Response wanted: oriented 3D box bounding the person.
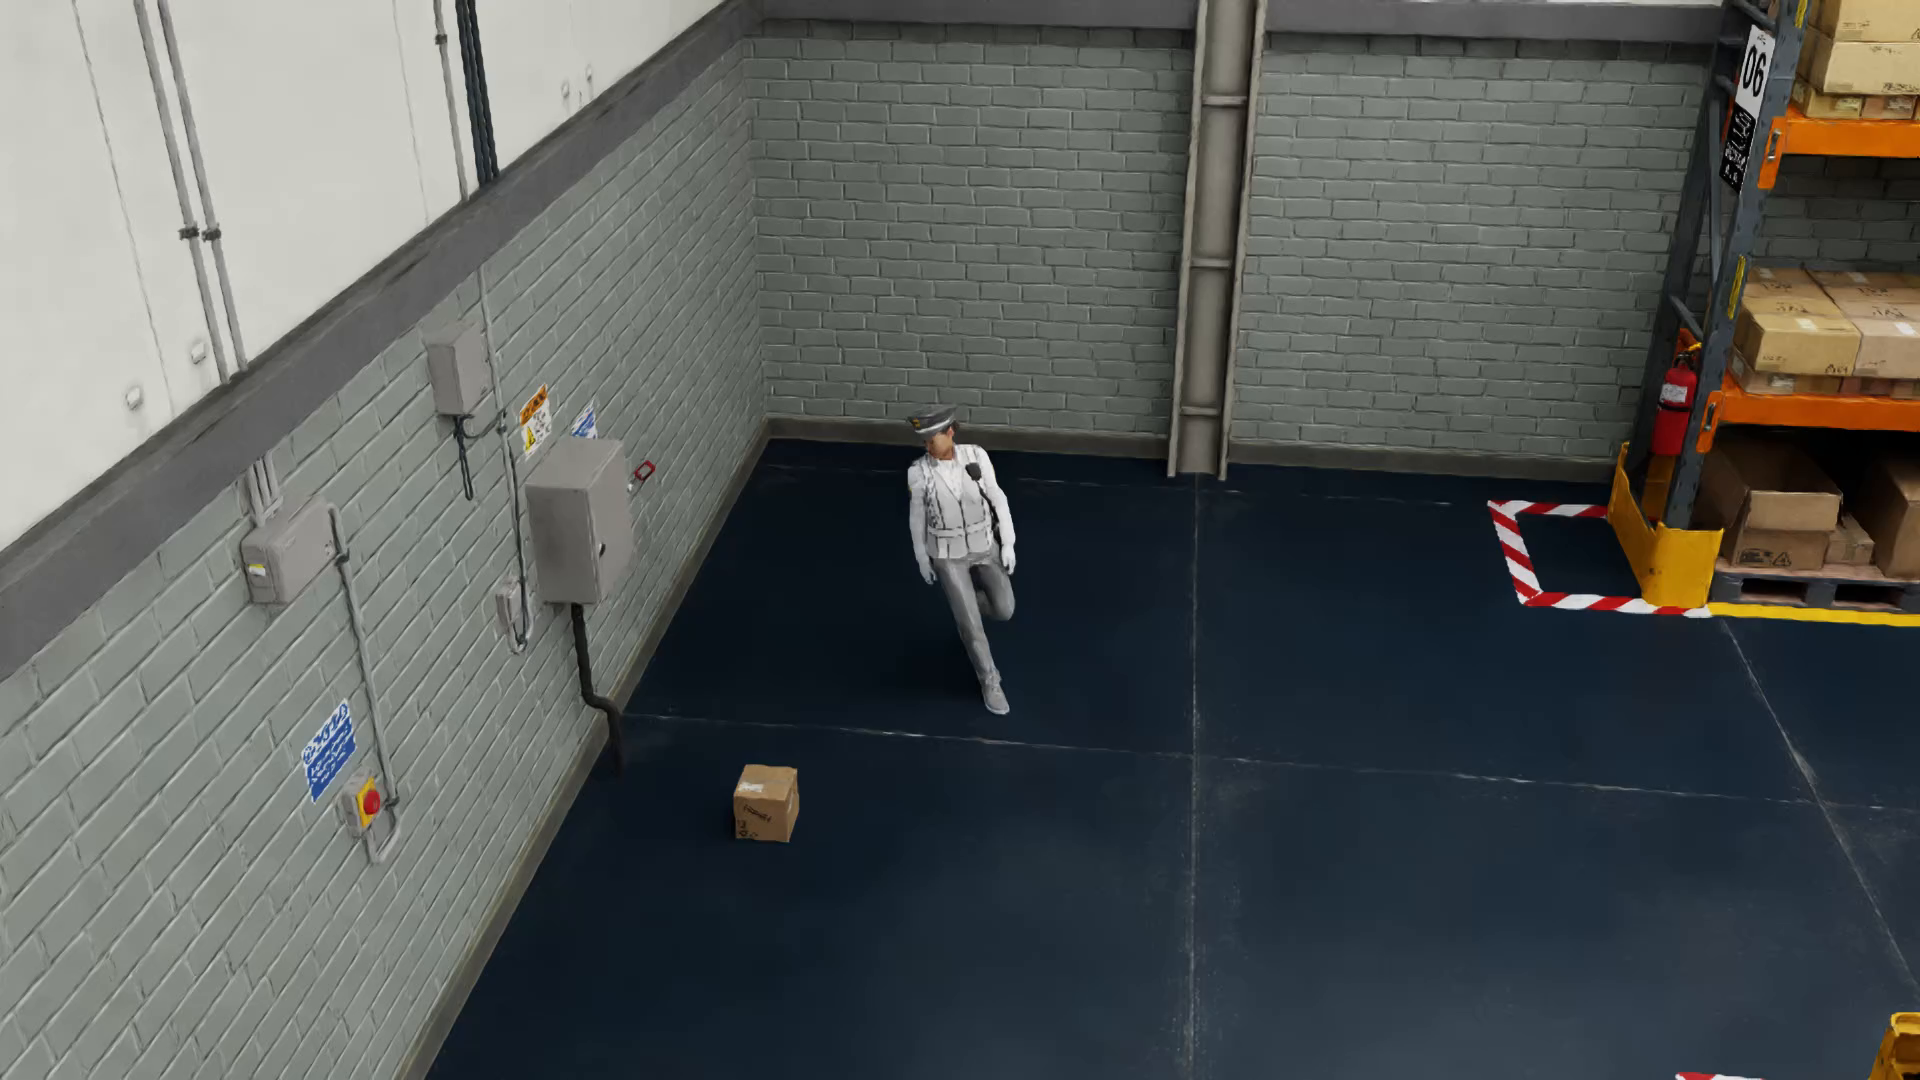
[{"bbox_3d":[0.011,0.178,8.621,0.525,1.344,0.719,-8,29,-14],"label":"person"}]
